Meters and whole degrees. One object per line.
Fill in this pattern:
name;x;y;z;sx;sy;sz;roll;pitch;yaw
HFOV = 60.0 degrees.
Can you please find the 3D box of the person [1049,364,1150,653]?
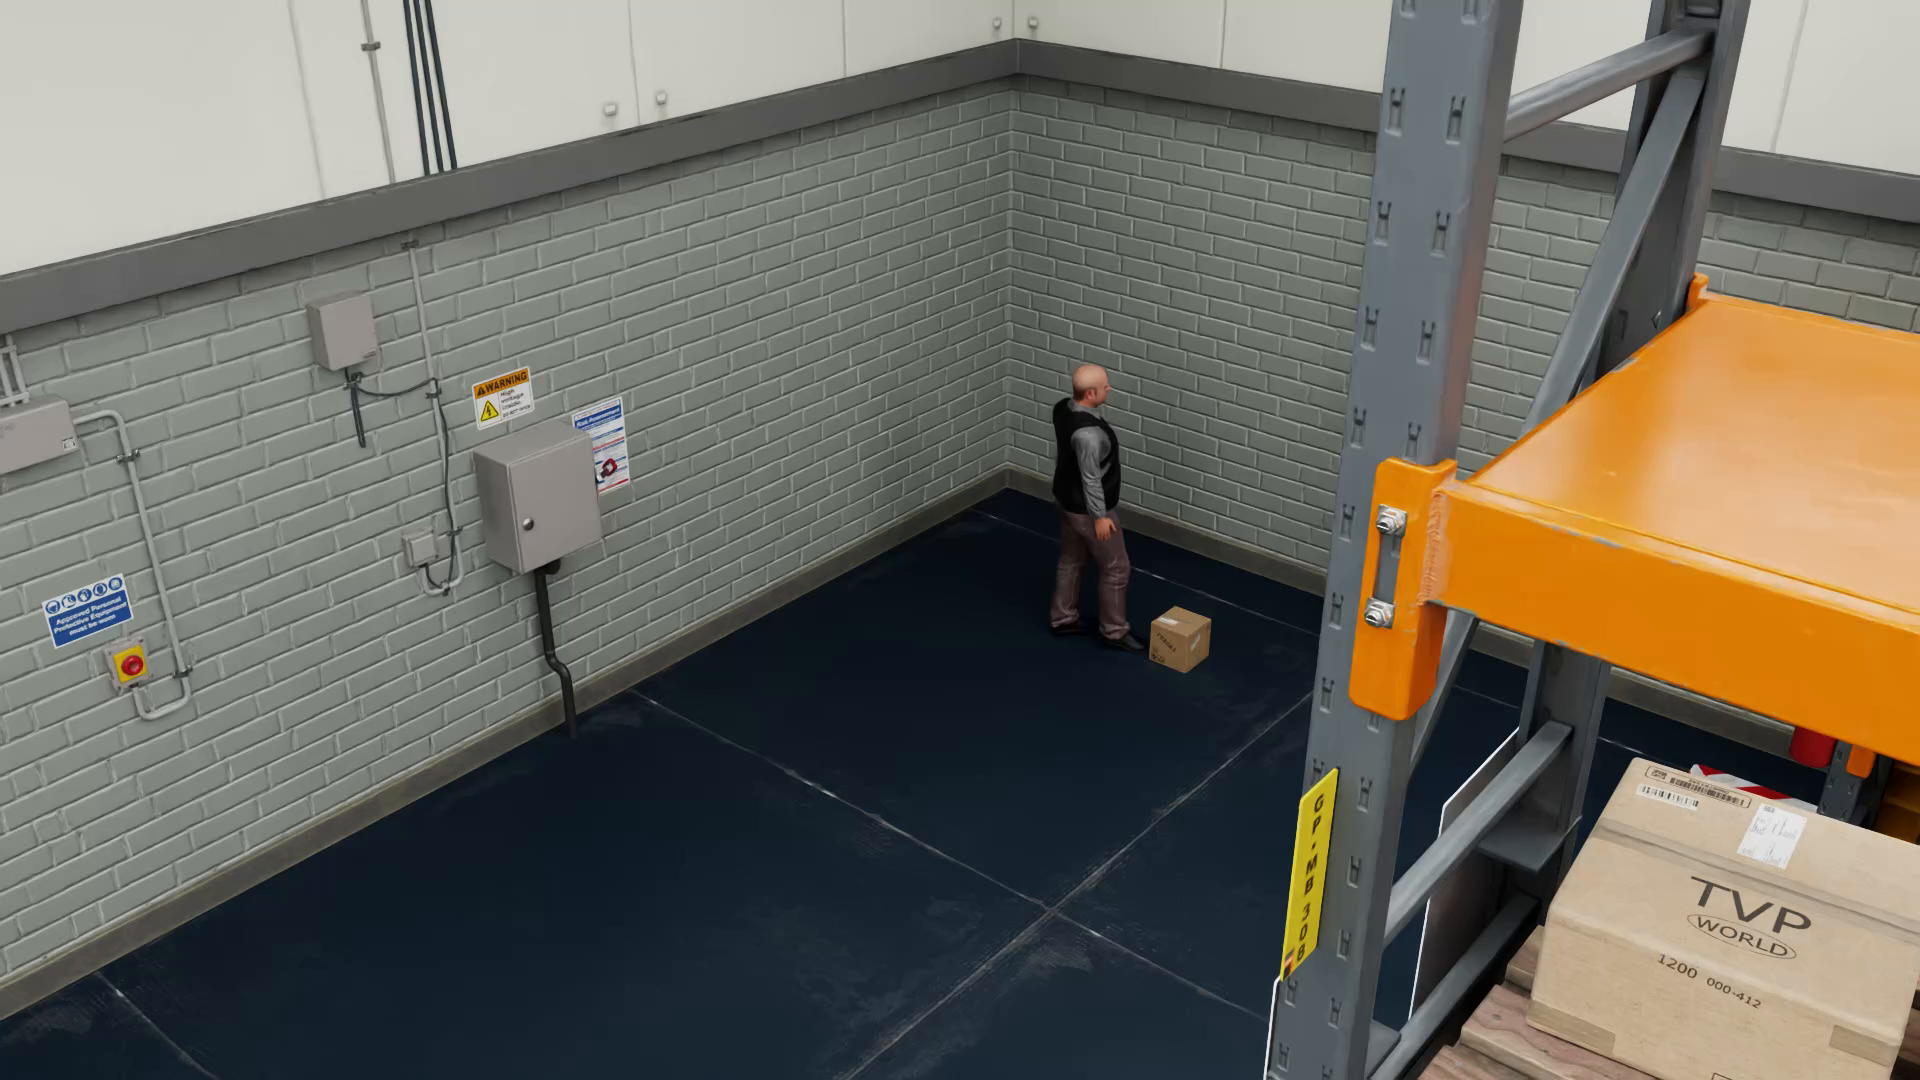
person;0.804;-0.202;9.467;0.549;1.745;0.565;-7;28;-13
